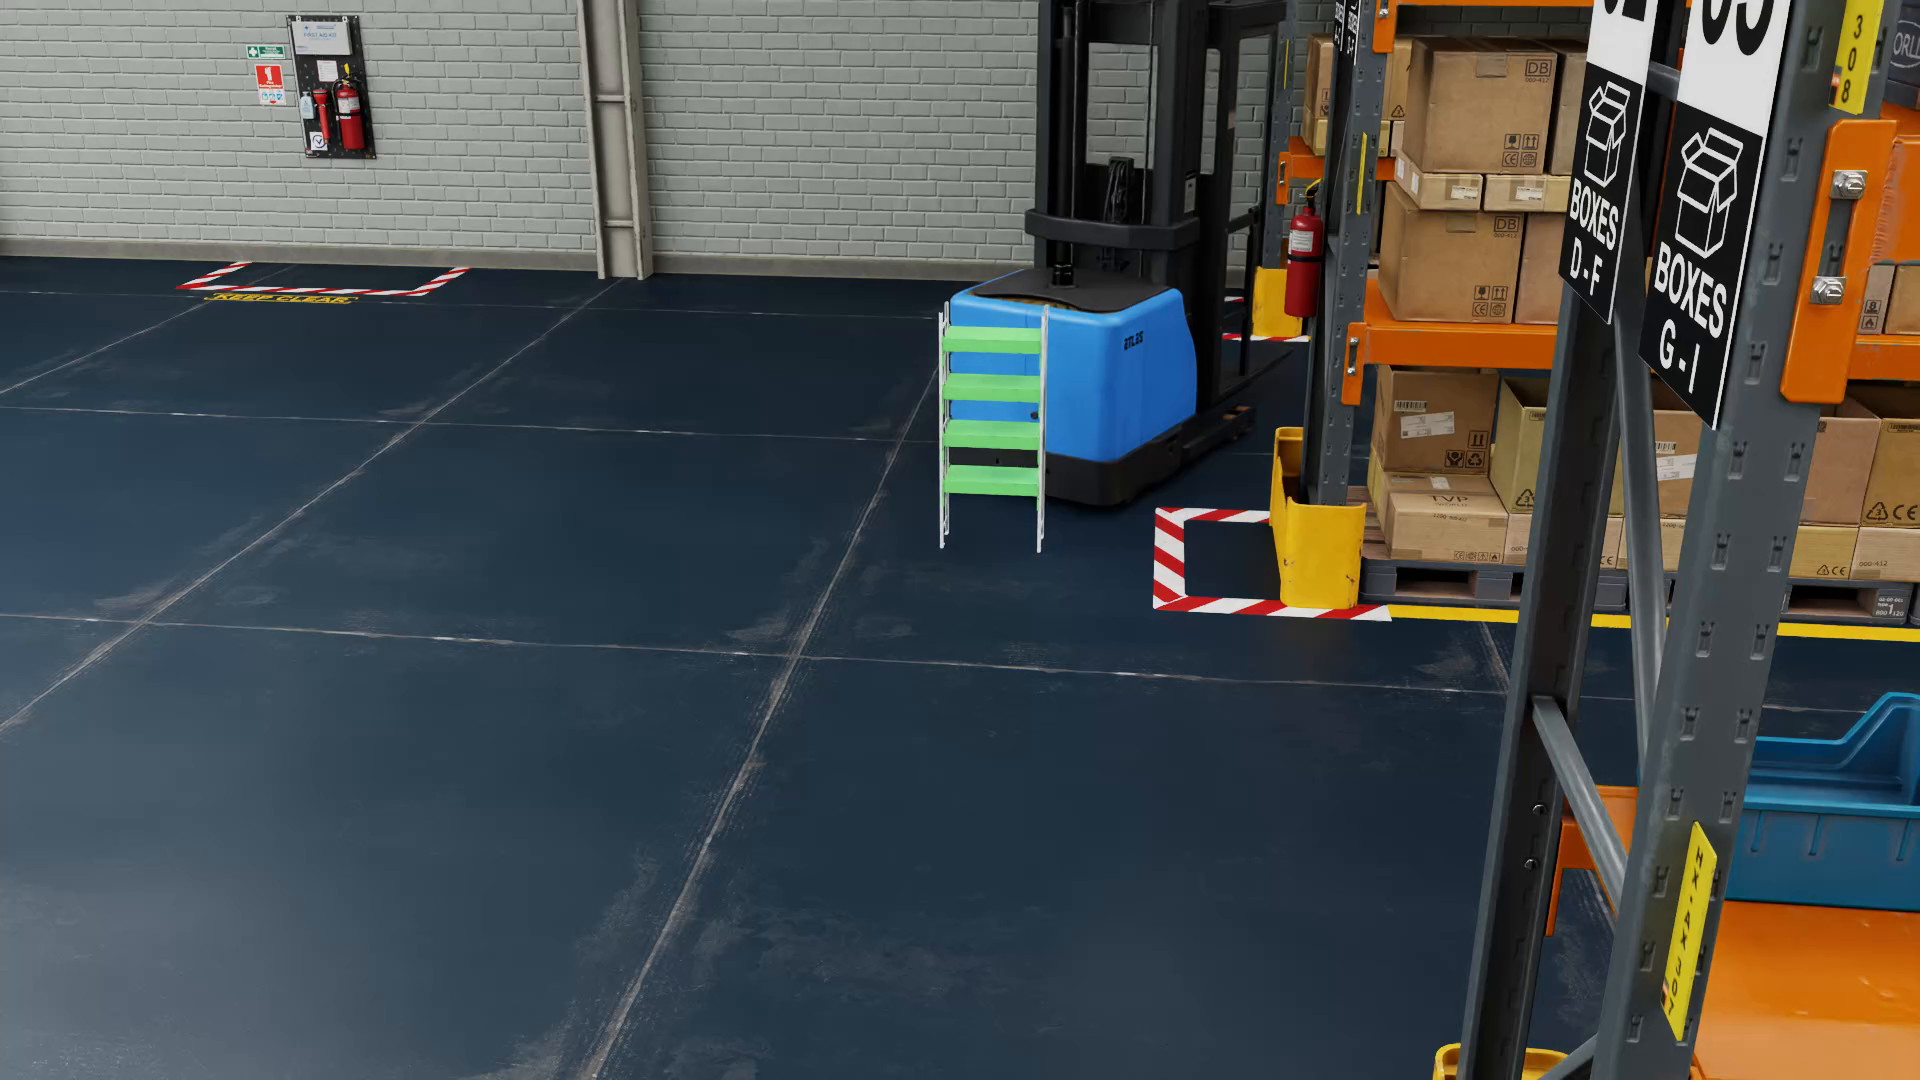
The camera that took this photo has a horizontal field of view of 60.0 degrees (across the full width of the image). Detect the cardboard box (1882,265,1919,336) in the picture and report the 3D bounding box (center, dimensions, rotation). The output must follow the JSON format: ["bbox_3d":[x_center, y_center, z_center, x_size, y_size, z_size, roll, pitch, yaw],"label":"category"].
[{"bbox_3d":[4.256,-1.226,7.325,0.500,0.500,0.700,3,22,7],"label":"cardboard box"}]

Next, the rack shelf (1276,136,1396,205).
[{"bbox_3d":[4.313,-2.680,12.116,4.000,0.370,1.077,2,22,6],"label":"rack shelf"}]

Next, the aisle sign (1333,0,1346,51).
[{"bbox_3d":[1.717,-2.611,7.428,0.004,0.787,0.394,2,22,6],"label":"aisle sign"}]

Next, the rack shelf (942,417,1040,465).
[{"bbox_3d":[0.164,-0.491,8.225,0.480,0.148,0.258,2,22,6],"label":"rack shelf"}]

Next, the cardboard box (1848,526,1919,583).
[{"bbox_3d":[4.240,-0.017,7.572,0.500,0.250,0.500,2,22,6],"label":"cardboard box"}]

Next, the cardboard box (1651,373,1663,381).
[{"bbox_3d":[3.310,-0.605,8.038,0.500,0.500,0.500,2,22,6],"label":"cardboard box"}]

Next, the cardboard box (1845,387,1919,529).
[{"bbox_3d":[4.241,-0.371,7.446,0.500,0.500,0.500,2,22,6],"label":"cardboard box"}]

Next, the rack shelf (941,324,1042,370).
[{"bbox_3d":[0.164,-0.938,8.048,0.480,0.148,0.258,2,22,6],"label":"rack shelf"}]

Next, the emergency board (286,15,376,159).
[{"bbox_3d":[-5.284,-3.767,13.887,0.643,1.169,0.194,2,22,6],"label":"emergency board"}]

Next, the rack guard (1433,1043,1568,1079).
[{"bbox_3d":[1.242,1.665,3.548,0.348,0.500,1.175,2,22,6],"label":"rack guard"}]

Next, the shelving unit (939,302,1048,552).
[{"bbox_3d":[0.164,-0.551,8.201,0.503,1.200,0.258,2,22,6],"label":"shelving unit"}]

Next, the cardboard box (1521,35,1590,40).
[{"bbox_3d":[4.332,-3.378,12.062,0.500,0.500,0.500,3,22,7],"label":"cardboard box"}]

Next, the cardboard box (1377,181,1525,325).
[{"bbox_3d":[2.209,-1.314,7.546,0.500,0.500,0.700,3,22,6],"label":"cardboard box"}]

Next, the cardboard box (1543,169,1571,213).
[{"bbox_3d":[2.622,-1.523,7.193,0.250,0.149,0.380,3,22,7],"label":"cardboard box"}]

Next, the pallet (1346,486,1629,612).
[{"bbox_3d":[2.512,0.023,8.095,1.213,0.211,1.003,2,22,6],"label":"pallet"}]

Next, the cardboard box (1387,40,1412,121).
[{"bbox_3d":[3.255,-3.234,11.696,0.500,0.500,0.500,3,22,6],"label":"cardboard box"}]

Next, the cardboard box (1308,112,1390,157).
[{"bbox_3d":[2.774,-2.903,11.880,0.500,0.250,0.500,2,22,5],"label":"cardboard box"}]

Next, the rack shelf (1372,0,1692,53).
[{"bbox_3d":[3.733,-2.266,6.990,4.000,0.370,1.077,2,22,6],"label":"rack shelf"}]

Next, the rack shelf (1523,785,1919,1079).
[{"bbox_3d":[3.147,0.937,2.967,4.000,0.370,1.077,2,22,6],"label":"rack shelf"}]

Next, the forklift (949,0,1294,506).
[{"bbox_3d":[1.141,-2.032,9.593,1.130,2.935,3.031,13,25,30],"label":"forklift"}]

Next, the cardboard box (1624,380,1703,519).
[{"bbox_3d":[3.249,-0.415,7.558,0.500,0.500,0.500,2,22,6],"label":"cardboard box"}]

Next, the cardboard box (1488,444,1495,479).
[{"bbox_3d":[2.813,-0.276,8.227,0.500,0.250,0.500,2,22,6],"label":"cardboard box"}]

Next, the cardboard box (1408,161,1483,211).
[{"bbox_3d":[2.112,-1.544,7.248,0.250,0.149,0.380,2,22,6],"label":"cardboard box"}]

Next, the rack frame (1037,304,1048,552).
[{"bbox_3d":[0.407,-0.540,8.174,0.015,1.200,0.240,2,22,6],"label":"rack frame"}]

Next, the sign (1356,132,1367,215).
[{"bbox_3d":[1.676,-1.529,6.942,0.005,0.325,0.100,2,22,6],"label":"sign"}]

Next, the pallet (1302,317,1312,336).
[{"bbox_3d":[3.205,-1.753,12.586,1.213,0.211,1.003,2,22,6],"label":"pallet"}]

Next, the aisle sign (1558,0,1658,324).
[{"bbox_3d":[1.124,-0.804,2.858,0.004,0.787,0.394,2,22,6],"label":"aisle sign"}]

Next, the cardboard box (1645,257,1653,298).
[{"bbox_3d":[3.224,-1.269,7.434,0.500,0.500,0.700,3,22,7],"label":"cardboard box"}]

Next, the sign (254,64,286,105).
[{"bbox_3d":[-5.821,-3.845,14.037,0.234,0.329,0.001,2,22,6],"label":"sign"}]

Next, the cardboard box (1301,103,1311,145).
[{"bbox_3d":[2.814,-3.091,12.355,0.500,0.250,0.500,3,22,7],"label":"cardboard box"}]

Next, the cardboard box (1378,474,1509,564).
[{"bbox_3d":[2.254,-0.104,7.792,0.500,0.250,0.500,2,22,6],"label":"cardboard box"}]

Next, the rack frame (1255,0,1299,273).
[{"bbox_3d":[2.327,-3.101,12.203,0.127,3.000,1.000,2,22,6],"label":"rack frame"}]

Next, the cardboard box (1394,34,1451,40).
[{"bbox_3d":[3.318,-3.421,12.169,0.500,0.500,0.500,3,22,7],"label":"cardboard box"}]

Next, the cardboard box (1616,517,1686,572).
[{"bbox_3d":[3.247,-0.062,7.685,0.500,0.250,0.500,2,22,6],"label":"cardboard box"}]

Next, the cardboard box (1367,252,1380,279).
[{"bbox_3d":[3.003,-1.992,12.457,0.500,0.311,0.500,0,22,0],"label":"cardboard box"}]

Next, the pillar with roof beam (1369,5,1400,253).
[{"bbox_3d":[2.617,-4.604,7.846,0.400,9.000,9.100,2,22,6],"label":"pillar with roof beam"}]

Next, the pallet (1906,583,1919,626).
[{"bbox_3d":[4.935,0.128,7.828,1.213,0.211,1.003,2,22,6],"label":"pallet"}]

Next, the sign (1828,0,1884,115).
[{"bbox_3d":[1.092,-0.682,1.993,0.005,0.325,0.100,2,22,6],"label":"sign"}]

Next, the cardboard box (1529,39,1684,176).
[{"bbox_3d":[2.785,-1.894,7.250,0.500,0.500,0.700,2,22,5],"label":"cardboard box"}]
